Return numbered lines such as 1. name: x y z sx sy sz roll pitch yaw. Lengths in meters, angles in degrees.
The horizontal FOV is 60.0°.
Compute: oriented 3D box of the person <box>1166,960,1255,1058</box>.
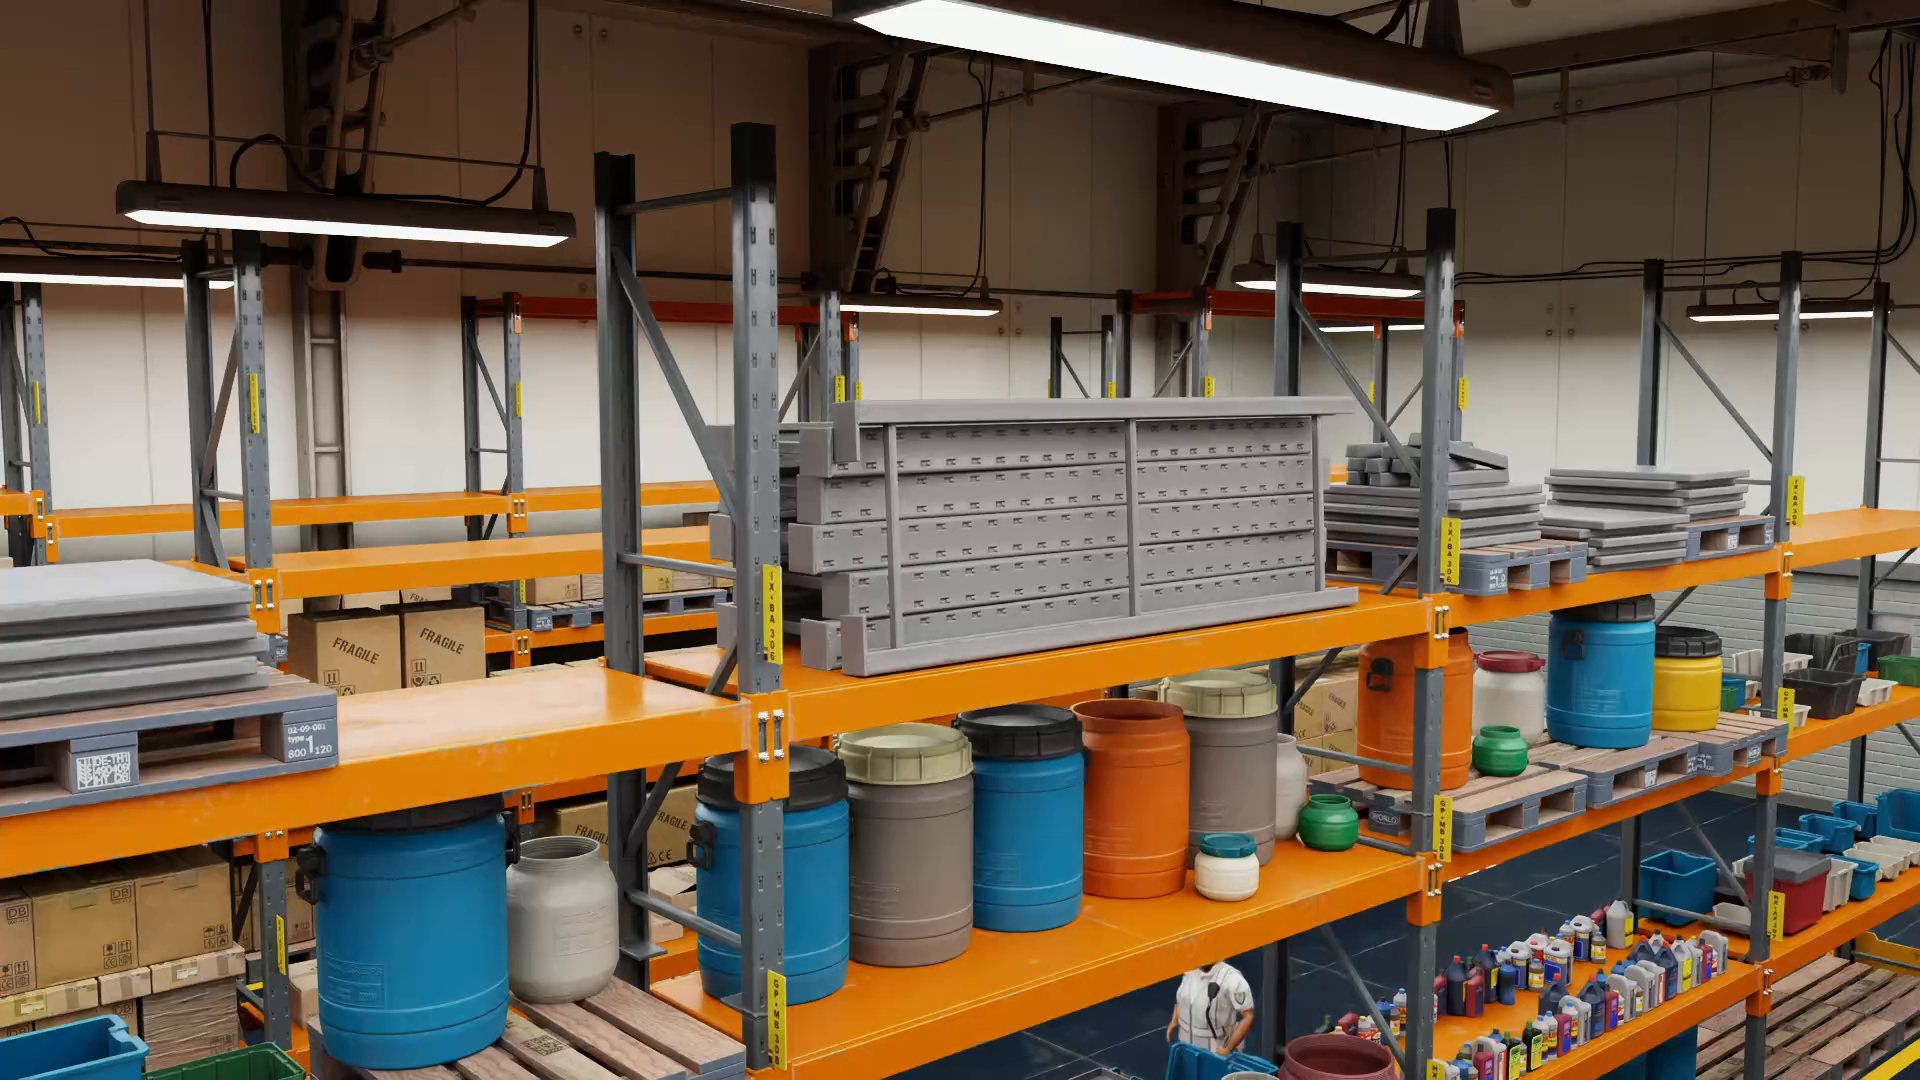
1. person: 1.654 3.328 10.924 0.530 1.638 0.628 -4 7 -38
